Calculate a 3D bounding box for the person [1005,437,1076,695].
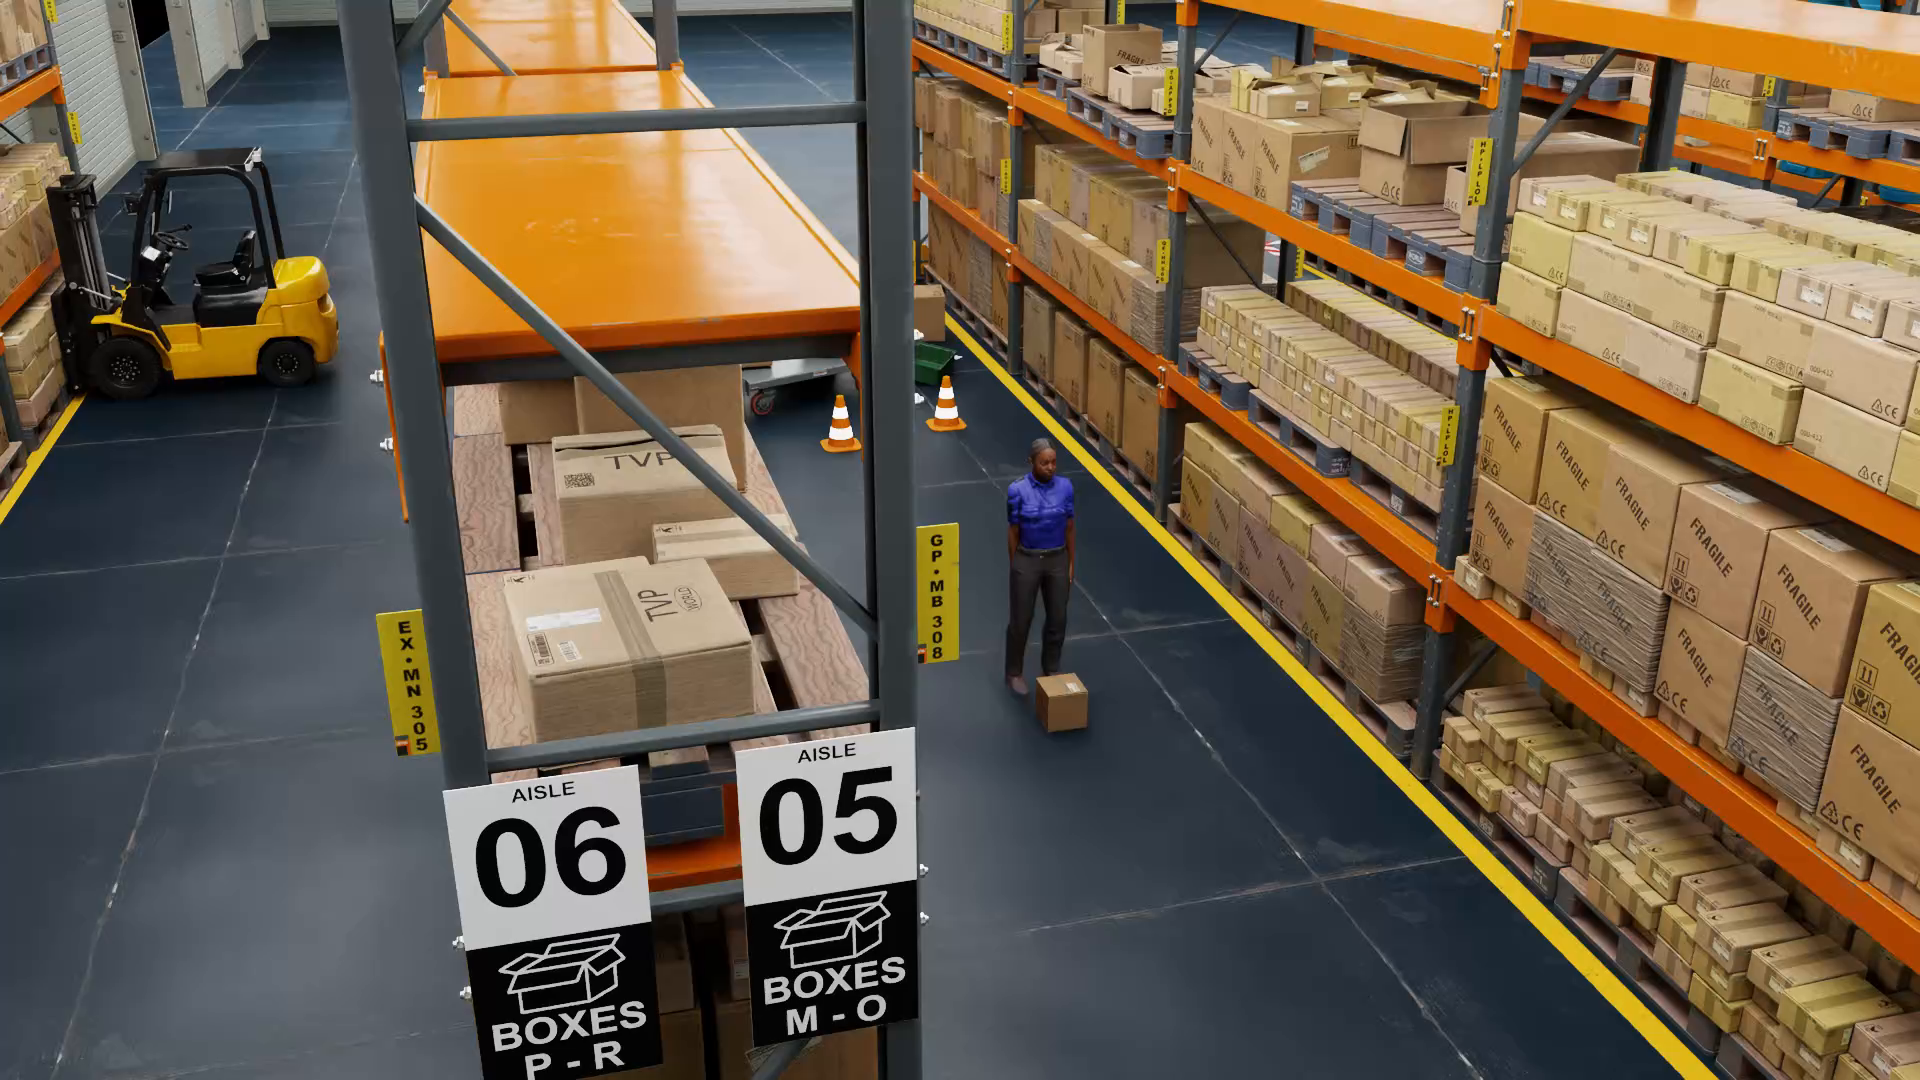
[{"bbox_3d":[0.506,0.167,10.288,0.436,1.677,0.309,-6,24,-13],"label":"person"}]
